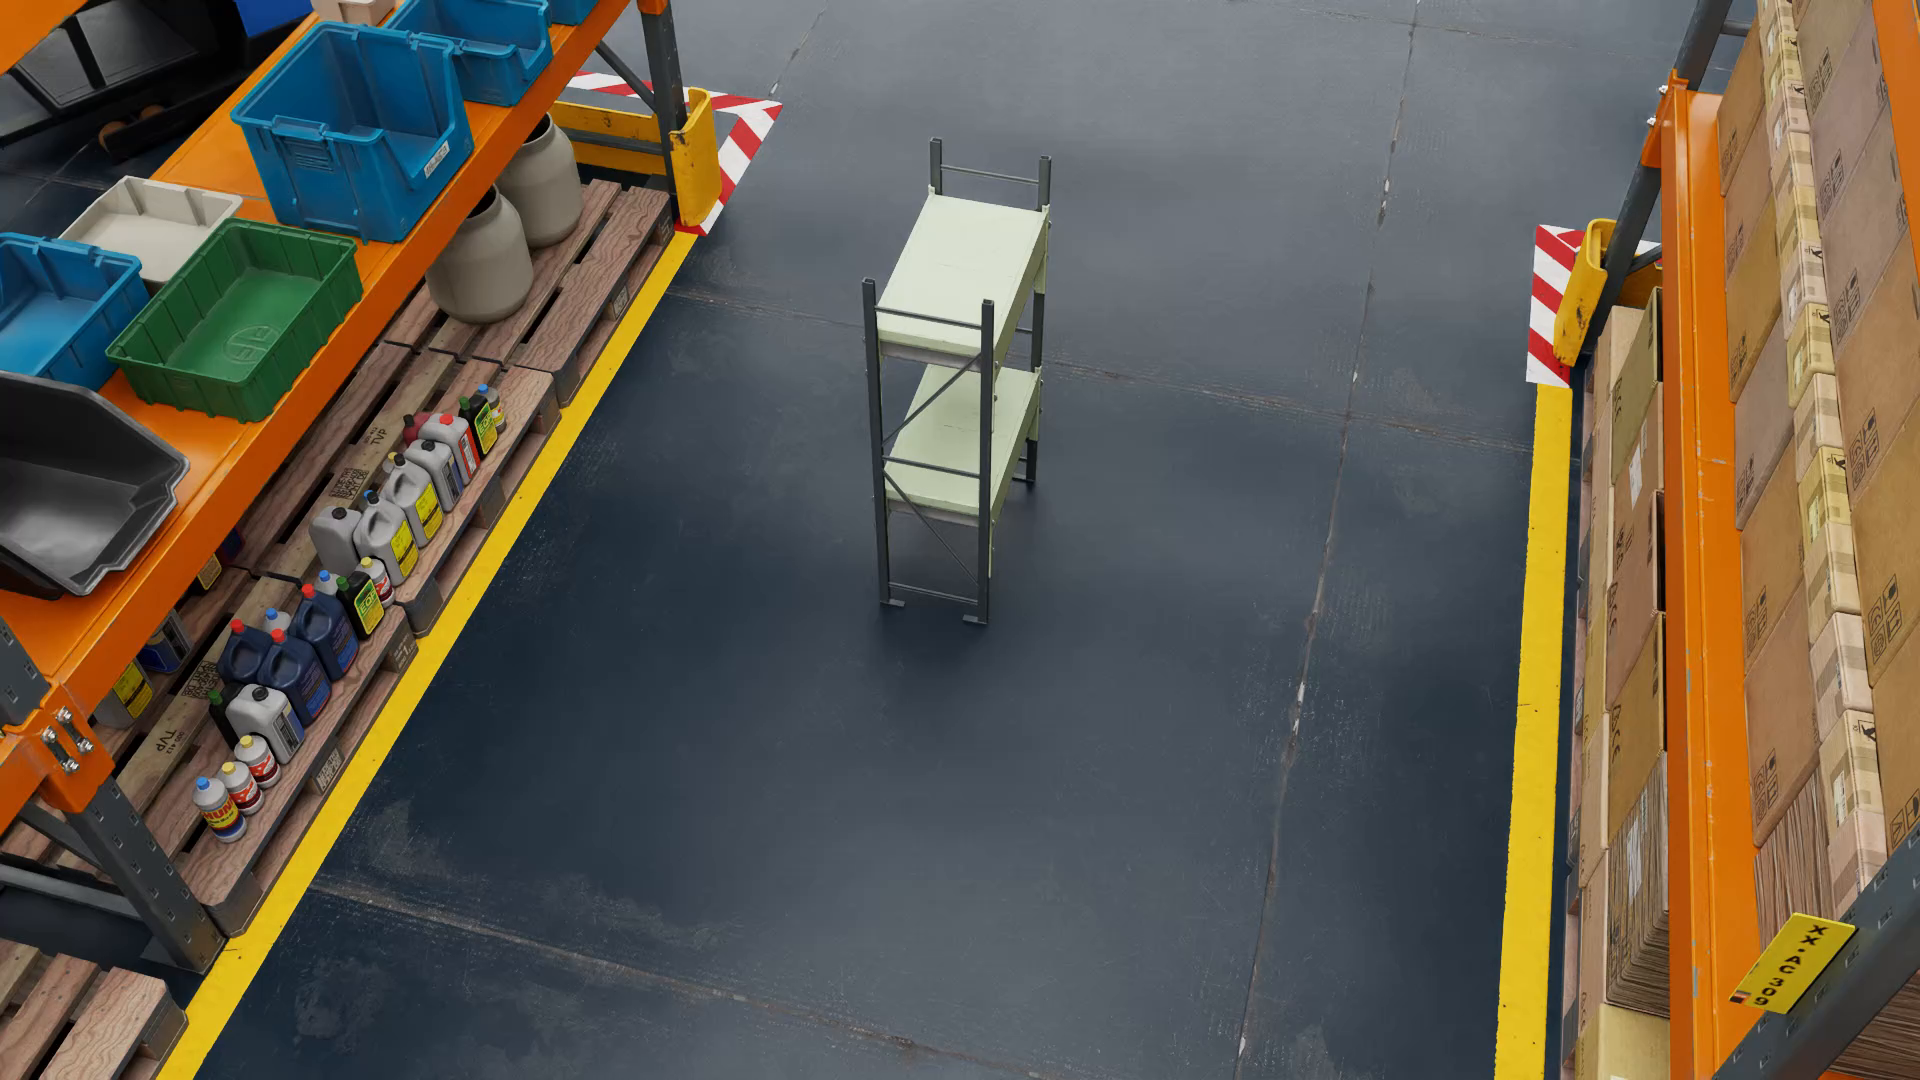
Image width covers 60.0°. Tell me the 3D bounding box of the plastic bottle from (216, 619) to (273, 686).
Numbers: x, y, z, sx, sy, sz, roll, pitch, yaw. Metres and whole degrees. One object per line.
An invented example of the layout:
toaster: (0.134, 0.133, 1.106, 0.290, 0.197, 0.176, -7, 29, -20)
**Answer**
plastic bottle: (-2.295, 0.396, 5.373, 0.144, 0.351, 0.185, 12, 50, 10)

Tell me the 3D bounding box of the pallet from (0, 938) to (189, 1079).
pallet: (-2.938, 1.694, 4.614, 1.003, 0.211, 1.213, 12, 50, 10)

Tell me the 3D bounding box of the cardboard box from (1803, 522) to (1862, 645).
cardboard box: (2.075, 0.131, 3.635, 0.380, 0.149, 0.250, 11, 50, 10)

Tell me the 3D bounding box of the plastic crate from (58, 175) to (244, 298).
plastic crate: (-2.586, -0.941, 5.256, 0.530, 0.136, 0.437, 12, 50, 10)

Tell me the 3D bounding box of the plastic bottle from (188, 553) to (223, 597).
plastic bottle: (-2.637, 0.056, 5.719, 0.061, 0.283, 0.133, 12, 50, 10)

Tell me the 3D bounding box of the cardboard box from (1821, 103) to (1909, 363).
cardboard box: (2.515, -0.698, 3.933, 0.700, 0.500, 0.500, 12, 50, 10)

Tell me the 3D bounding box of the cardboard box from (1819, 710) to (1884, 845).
cardboard box: (1.940, 0.511, 3.299, 0.380, 0.149, 0.250, 11, 49, 9)

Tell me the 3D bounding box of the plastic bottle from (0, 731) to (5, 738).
plastic bottle: (-2.974, 0.652, 5.247, 0.097, 0.201, 0.097, 0, 49, 0)

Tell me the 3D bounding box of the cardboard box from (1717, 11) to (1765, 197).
cardboard box: (2.926, -1.415, 5.432, 0.700, 0.500, 0.500, 12, 50, 10)

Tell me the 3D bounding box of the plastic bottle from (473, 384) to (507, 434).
plastic bottle: (-1.777, -0.502, 6.265, 0.097, 0.201, 0.097, 0, 49, 0)

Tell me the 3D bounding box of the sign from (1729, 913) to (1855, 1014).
sign: (1.473, 0.755, 2.953, 0.100, 0.325, 0.005, 12, 50, 10)

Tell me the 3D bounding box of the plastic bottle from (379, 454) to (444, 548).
plastic bottle: (-1.946, -0.154, 5.858, 0.144, 0.351, 0.185, 13, 50, 12)

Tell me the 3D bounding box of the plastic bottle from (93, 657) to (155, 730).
plastic bottle: (-2.739, 0.433, 5.341, 0.144, 0.351, 0.185, 12, 50, 10)

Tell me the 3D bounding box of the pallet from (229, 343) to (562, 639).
pallet: (-2.233, -0.244, 6.325, 1.003, 0.211, 1.213, 12, 50, 10)

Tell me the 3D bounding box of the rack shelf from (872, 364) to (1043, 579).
rack shelf: (0.002, -0.285, 5.936, 0.431, 0.370, 0.720, 12, 50, 10)

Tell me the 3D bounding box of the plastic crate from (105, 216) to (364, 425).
plastic crate: (-2.140, -0.660, 4.973, 0.450, 0.188, 0.662, 12, 50, 10)

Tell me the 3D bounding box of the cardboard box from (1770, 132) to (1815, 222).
cardboard box: (2.480, -0.977, 4.612, 0.380, 0.149, 0.250, 10, 49, 9)

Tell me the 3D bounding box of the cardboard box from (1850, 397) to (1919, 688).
cardboard box: (2.251, 0.026, 3.295, 0.700, 0.500, 0.500, 11, 50, 10)

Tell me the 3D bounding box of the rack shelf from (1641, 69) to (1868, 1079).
rack shelf: (2.535, -0.033, 4.758, 1.077, 0.370, 4.000, 12, 50, 10)

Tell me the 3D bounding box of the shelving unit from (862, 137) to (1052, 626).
shelving unit: (0.002, -0.501, 5.692, 0.431, 1.500, 0.755, 12, 50, 10)

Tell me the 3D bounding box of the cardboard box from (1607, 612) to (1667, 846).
cardboard box: (2.191, 0.599, 4.775, 0.500, 0.500, 0.500, 12, 50, 10)

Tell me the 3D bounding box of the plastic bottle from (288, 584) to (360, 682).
plastic bottle: (-2.107, 0.288, 5.468, 0.144, 0.351, 0.185, 10, 49, 8)

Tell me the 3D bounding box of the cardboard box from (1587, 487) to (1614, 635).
cardboard box: (2.446, 0.122, 5.696, 0.500, 0.250, 0.500, 12, 50, 10)

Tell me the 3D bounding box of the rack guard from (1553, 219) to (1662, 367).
rack guard: (3.068, -0.907, 6.717, 1.175, 0.500, 0.348, 12, 50, 10)

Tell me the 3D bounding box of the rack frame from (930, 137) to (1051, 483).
rack frame: (0.098, -0.766, 5.926, 0.400, 1.500, 0.023, 12, 50, 10)

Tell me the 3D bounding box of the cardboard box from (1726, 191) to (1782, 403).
cardboard box: (2.656, -0.676, 4.780, 0.700, 0.500, 0.500, 12, 50, 10)

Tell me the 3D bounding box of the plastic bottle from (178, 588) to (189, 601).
plastic bottle: (-2.742, 0.032, 5.695, 0.144, 0.351, 0.185, 11, 50, 10)

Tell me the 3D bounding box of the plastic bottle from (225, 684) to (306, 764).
plastic bottle: (-2.204, 0.568, 5.271, 0.152, 0.276, 0.135, 13, 50, 11)

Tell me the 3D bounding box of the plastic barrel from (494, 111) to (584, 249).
plastic barrel: (-1.816, -1.522, 6.972, 0.421, 0.512, 0.421, 0, 49, 0)

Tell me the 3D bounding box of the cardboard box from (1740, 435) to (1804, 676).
cardboard box: (2.388, 0.076, 4.116, 0.700, 0.500, 0.500, 12, 50, 11)

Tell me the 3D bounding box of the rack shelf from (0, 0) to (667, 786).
rack shelf: (-2.243, -1.013, 5.623, 1.077, 0.370, 4.000, 12, 50, 10)

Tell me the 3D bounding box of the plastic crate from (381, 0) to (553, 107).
plastic crate: (-1.736, -1.759, 5.901, 0.499, 0.251, 0.408, 12, 50, 10)

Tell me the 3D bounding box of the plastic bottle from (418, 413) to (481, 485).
plastic bottle: (-1.870, -0.350, 6.081, 0.152, 0.276, 0.135, 12, 50, 10)

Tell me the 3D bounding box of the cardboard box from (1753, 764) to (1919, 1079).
cardboard box: (2.119, 0.821, 3.458, 0.700, 0.500, 0.500, 10, 49, 9)

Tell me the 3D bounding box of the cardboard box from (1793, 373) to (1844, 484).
cardboard box: (2.209, -0.229, 3.952, 0.380, 0.149, 0.250, 13, 50, 11)

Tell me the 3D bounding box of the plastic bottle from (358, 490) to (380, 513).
plastic bottle: (-2.074, -0.096, 5.907, 0.097, 0.201, 0.097, 0, 49, 0)

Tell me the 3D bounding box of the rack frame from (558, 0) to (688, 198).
rack frame: (-1.716, -2.697, 6.630, 1.000, 3.000, 0.127, 12, 50, 10)

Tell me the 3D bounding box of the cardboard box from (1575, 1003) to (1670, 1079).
cardboard box: (1.920, 1.568, 4.419, 0.500, 0.250, 0.500, 12, 50, 10)

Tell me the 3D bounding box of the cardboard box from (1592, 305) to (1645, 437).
cardboard box: (2.706, -0.602, 6.335, 0.500, 0.250, 0.500, 12, 50, 10)

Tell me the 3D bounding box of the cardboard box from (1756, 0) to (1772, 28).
cardboard box: (2.750, -1.724, 5.271, 0.380, 0.149, 0.250, 11, 50, 10)

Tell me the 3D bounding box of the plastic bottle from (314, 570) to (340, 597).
plastic bottle: (-2.104, 0.201, 5.598, 0.097, 0.271, 0.097, 0, 49, 0)

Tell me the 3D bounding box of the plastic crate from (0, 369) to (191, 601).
plastic crate: (-2.509, -0.137, 4.412, 0.767, 0.338, 0.504, 12, 50, 10)

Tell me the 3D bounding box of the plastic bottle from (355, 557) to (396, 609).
plastic bottle: (-2.010, 0.138, 5.701, 0.097, 0.201, 0.097, 0, 49, 0)

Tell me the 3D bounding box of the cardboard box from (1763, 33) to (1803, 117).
cardboard box: (2.616, -1.352, 4.943, 0.380, 0.149, 0.250, 12, 50, 10)

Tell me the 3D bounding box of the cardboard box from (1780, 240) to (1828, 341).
cardboard box: (2.345, -0.612, 4.290, 0.380, 0.149, 0.250, 12, 50, 10)

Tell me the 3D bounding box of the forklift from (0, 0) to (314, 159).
forklift: (-4.082, -3.210, 7.129, 3.031, 2.935, 1.130, -35, 57, -27)

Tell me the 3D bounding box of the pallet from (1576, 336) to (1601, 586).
pallet: (2.901, -0.233, 6.315, 1.003, 0.211, 1.213, 12, 50, 10)

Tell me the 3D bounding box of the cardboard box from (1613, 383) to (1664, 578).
cardboard box: (2.457, -0.124, 5.413, 0.500, 0.500, 0.500, 12, 50, 10)

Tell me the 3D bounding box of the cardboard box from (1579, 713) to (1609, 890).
cardboard box: (2.178, 0.844, 5.058, 0.500, 0.250, 0.500, 12, 50, 10)

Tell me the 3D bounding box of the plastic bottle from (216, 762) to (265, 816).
plastic bottle: (-2.236, 0.759, 5.153, 0.097, 0.201, 0.097, 0, 49, 0)

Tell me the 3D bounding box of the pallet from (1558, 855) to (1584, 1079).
pallet: (2.258, 1.532, 4.757, 1.003, 0.211, 1.213, 12, 50, 10)

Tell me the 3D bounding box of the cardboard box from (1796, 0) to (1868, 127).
cardboard box: (2.779, -1.425, 4.575, 0.700, 0.500, 0.500, 10, 49, 9)
